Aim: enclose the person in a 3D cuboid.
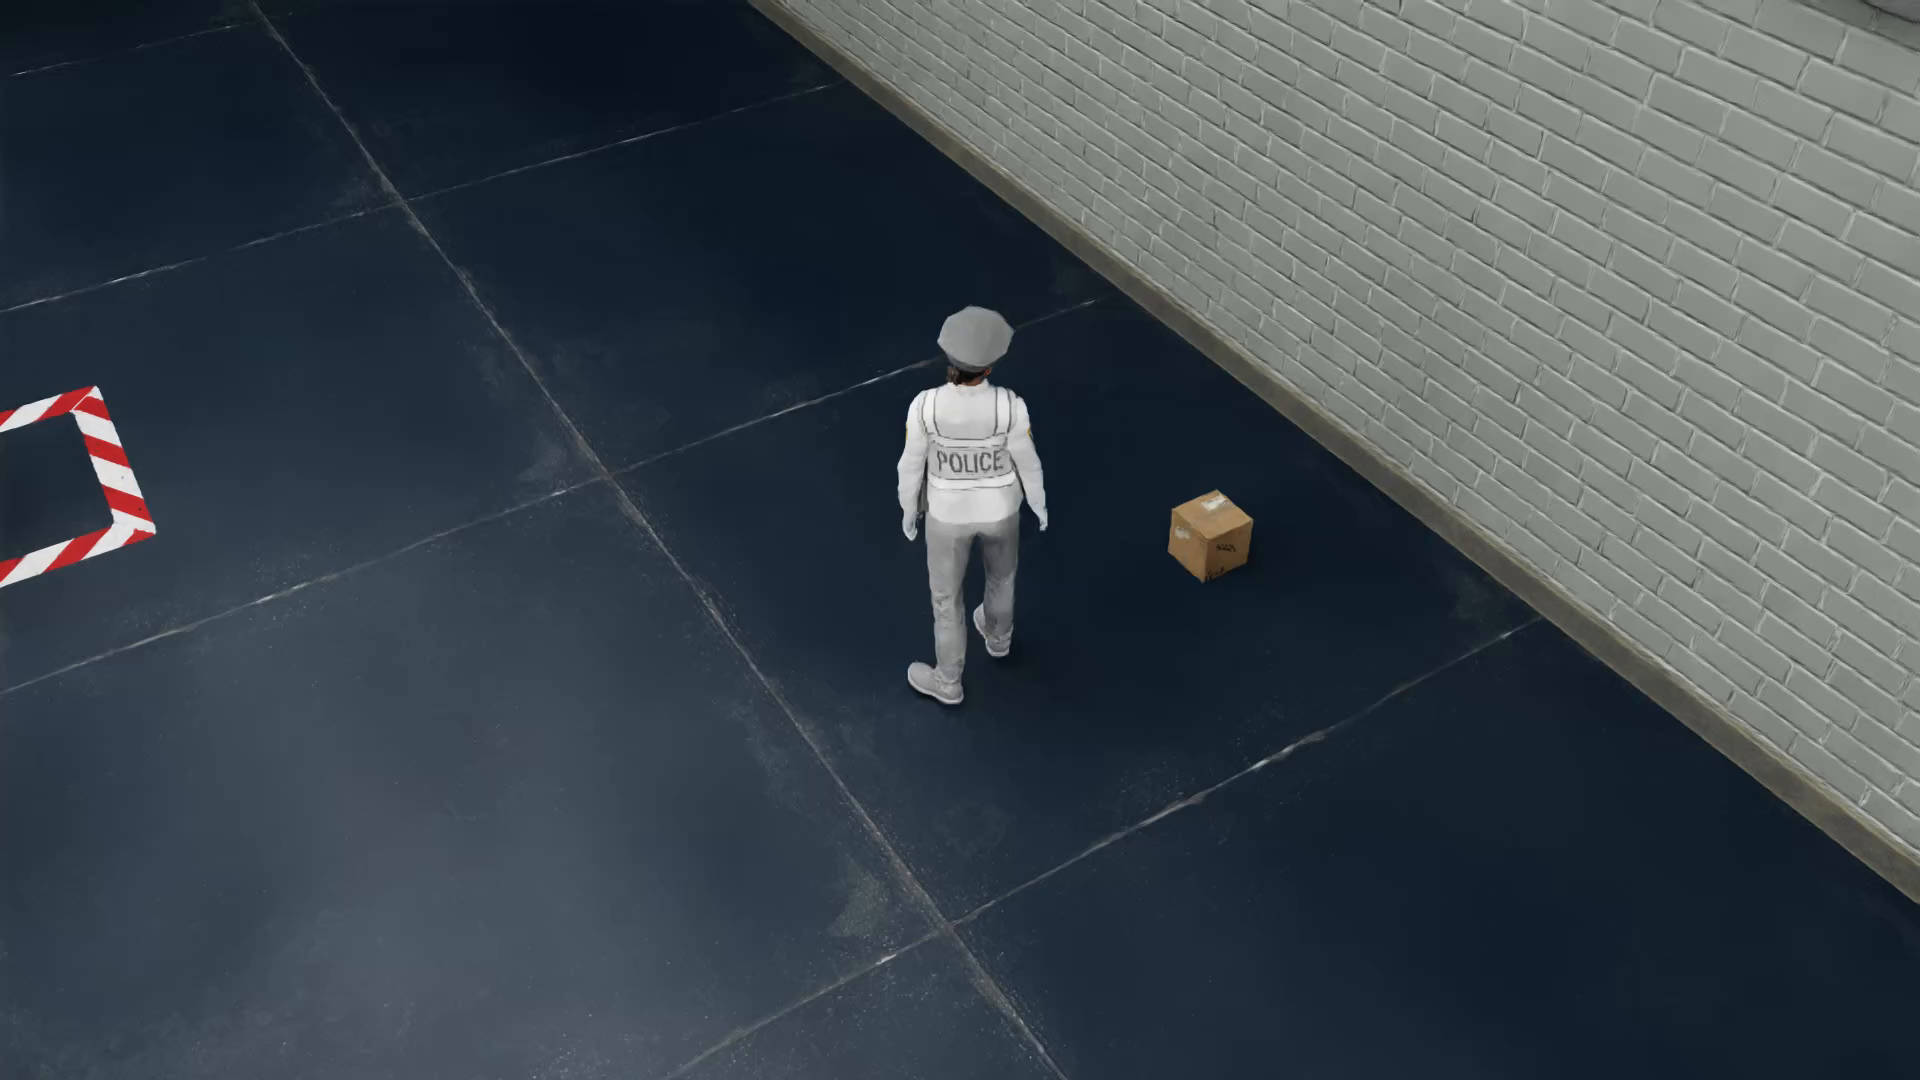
[{"bbox_3d":[0.051,-0.139,6.273,0.569,1.673,0.535,-4,41,-4],"label":"person"}]
